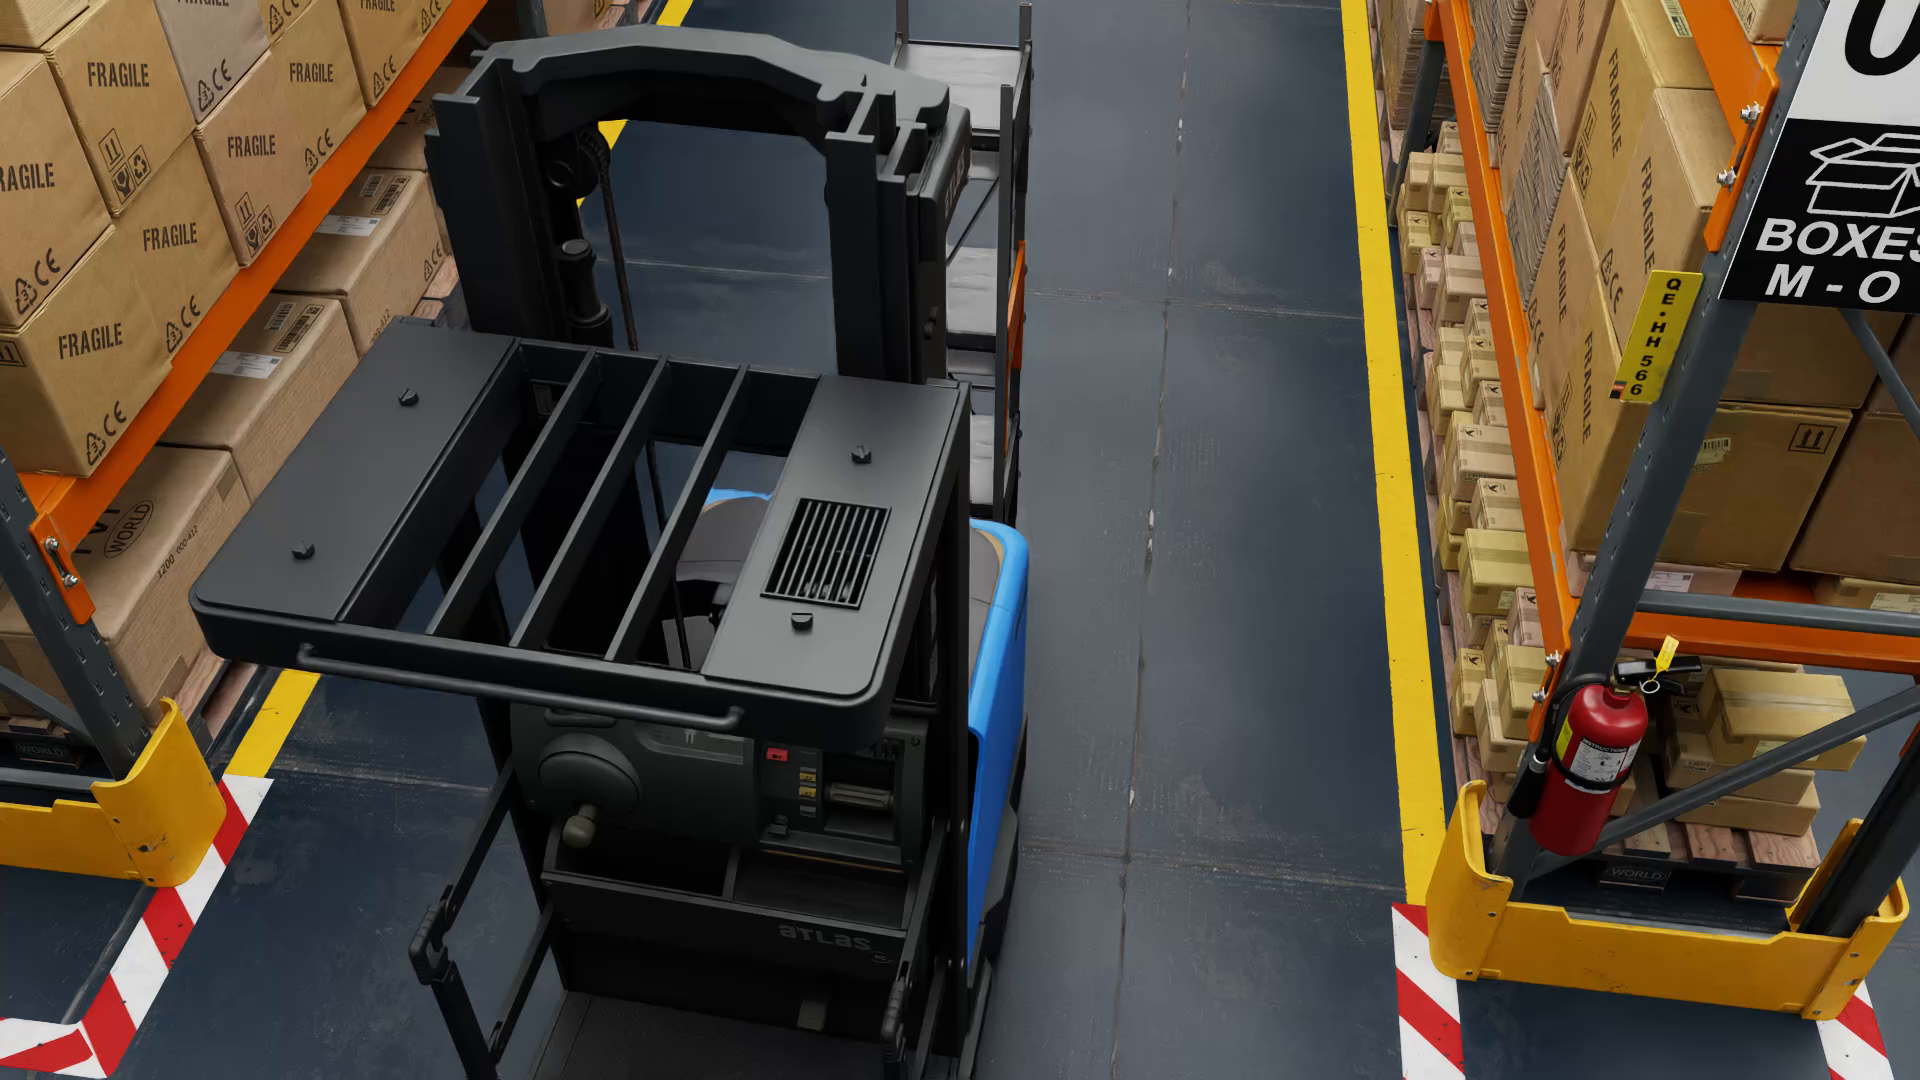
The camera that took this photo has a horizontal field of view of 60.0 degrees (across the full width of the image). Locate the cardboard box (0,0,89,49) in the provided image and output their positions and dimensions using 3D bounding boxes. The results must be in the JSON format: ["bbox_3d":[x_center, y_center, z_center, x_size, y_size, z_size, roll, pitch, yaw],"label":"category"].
[{"bbox_3d":[-2.504,-1.402,4.278,0.380,0.149,0.250,6,44,7],"label":"cardboard box"}]

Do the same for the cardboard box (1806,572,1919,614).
[{"bbox_3d":[2.351,0.082,4.164,0.380,0.149,0.250,5,44,5],"label":"cardboard box"}]

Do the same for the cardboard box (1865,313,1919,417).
[{"bbox_3d":[2.305,-0.607,3.693,0.500,0.500,0.500,5,44,5],"label":"cardboard box"}]

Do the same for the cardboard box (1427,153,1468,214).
[{"bbox_3d":[2.166,-1.479,6.966,0.380,0.149,0.250,7,44,8],"label":"cardboard box"}]

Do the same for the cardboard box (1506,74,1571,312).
[{"bbox_3d":[1.918,-0.989,4.823,0.500,0.500,0.500,5,44,6],"label":"cardboard box"}]

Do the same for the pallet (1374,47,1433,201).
[{"bbox_3d":[2.613,-2.062,8.274,1.003,0.211,1.213,5,44,6],"label":"pallet"}]

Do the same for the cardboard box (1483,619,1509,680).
[{"bbox_3d":[1.858,0.398,5.200,0.380,0.149,0.250,4,44,5],"label":"cardboard box"}]

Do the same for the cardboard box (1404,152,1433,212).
[{"bbox_3d":[2.147,-1.551,7.258,0.380,0.149,0.250,7,44,7],"label":"cardboard box"}]

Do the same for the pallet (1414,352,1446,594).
[{"bbox_3d":[2.299,-0.237,6.346,1.003,0.211,1.213,5,44,6],"label":"pallet"}]

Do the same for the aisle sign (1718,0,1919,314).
[{"bbox_3d":[1.676,-0.739,2.958,0.394,0.787,0.004,5,44,6],"label":"aisle sign"}]

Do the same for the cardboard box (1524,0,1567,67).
[{"bbox_3d":[1.990,-1.721,4.870,0.500,0.500,0.500,4,44,4],"label":"cardboard box"}]

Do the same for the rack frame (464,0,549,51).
[{"bbox_3d":[-2.408,-2.925,7.157,1.000,3.000,0.127,5,44,6],"label":"rack frame"}]

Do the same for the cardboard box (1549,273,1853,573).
[{"bbox_3d":[1.787,-0.292,4.087,0.500,0.500,0.500,6,44,6],"label":"cardboard box"}]

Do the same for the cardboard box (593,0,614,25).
[{"bbox_3d":[-2.294,-3.352,8.848,0.875,0.875,0.875,6,44,7],"label":"cardboard box"}]

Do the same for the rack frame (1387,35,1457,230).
[{"bbox_3d":[2.512,-2.544,6.755,1.000,3.000,0.127,5,44,6],"label":"rack frame"}]

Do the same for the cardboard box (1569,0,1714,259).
[{"bbox_3d":[1.864,-1.005,4.113,0.500,0.500,0.500,4,44,4],"label":"cardboard box"}]

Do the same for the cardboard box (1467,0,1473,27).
[{"bbox_3d":[2.189,-2.106,6.476,0.380,0.149,0.250,6,44,7],"label":"cardboard box"}]

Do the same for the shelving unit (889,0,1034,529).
[{"bbox_3d":[-0.022,-0.650,5.409,0.431,2.100,0.503,5,44,6],"label":"shelving unit"}]

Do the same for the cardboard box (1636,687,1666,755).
[{"bbox_3d":[2.323,0.551,5.254,0.380,0.149,0.250,5,44,5],"label":"cardboard box"}]

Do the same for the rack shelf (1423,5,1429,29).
[{"bbox_3d":[2.776,-3.646,8.442,1.077,0.370,4.000,5,44,6],"label":"rack shelf"}]

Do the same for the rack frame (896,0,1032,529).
[{"bbox_3d":[0.010,-0.816,5.585,0.400,2.100,0.015,5,44,6],"label":"rack frame"}]

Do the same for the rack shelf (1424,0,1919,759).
[{"bbox_3d":[2.247,-0.920,5.563,1.077,0.370,4.000,5,44,6],"label":"rack shelf"}]

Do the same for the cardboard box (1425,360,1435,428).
[{"bbox_3d":[2.014,-0.554,6.422,0.380,0.149,0.250,4,44,4],"label":"cardboard box"}]

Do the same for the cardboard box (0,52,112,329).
[{"bbox_3d":[-2.591,-0.899,4.218,0.500,0.500,0.500,4,44,5],"label":"cardboard box"}]

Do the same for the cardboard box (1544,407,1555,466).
[{"bbox_3d":[1.834,-0.313,4.581,0.380,0.149,0.250,5,44,5],"label":"cardboard box"}]

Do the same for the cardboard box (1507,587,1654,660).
[{"bbox_3d":[1.892,0.299,5.088,0.380,0.149,0.250,6,44,6],"label":"cardboard box"}]

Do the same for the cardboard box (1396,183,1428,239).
[{"bbox_3d":[2.145,-1.442,7.360,0.380,0.149,0.250,3,44,4],"label":"cardboard box"}]

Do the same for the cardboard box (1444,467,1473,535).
[{"bbox_3d":[1.892,-0.137,5.765,0.380,0.149,0.250,6,44,6],"label":"cardboard box"}]

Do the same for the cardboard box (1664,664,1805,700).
[{"bbox_3d":[2.399,0.442,5.154,0.380,0.149,0.250,5,44,5],"label":"cardboard box"}]

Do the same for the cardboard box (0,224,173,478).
[{"bbox_3d":[-2.589,-0.536,4.562,0.500,0.500,0.500,5,44,5],"label":"cardboard box"}]

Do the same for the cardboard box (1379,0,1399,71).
[{"bbox_3d":[2.428,-2.666,8.396,0.500,0.500,0.500,4,44,5],"label":"cardboard box"}]

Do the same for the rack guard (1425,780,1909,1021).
[{"bbox_3d":[1.993,1.038,4.790,1.175,0.500,0.348,5,44,6],"label":"rack guard"}]

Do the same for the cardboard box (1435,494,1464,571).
[{"bbox_3d":[1.891,-0.018,5.856,0.380,0.149,0.250,3,44,4],"label":"cardboard box"}]

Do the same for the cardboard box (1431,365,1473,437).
[{"bbox_3d":[1.954,-0.500,6.148,0.380,0.149,0.250,6,44,6],"label":"cardboard box"}]

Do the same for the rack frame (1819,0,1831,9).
[{"bbox_3d":[1.983,-1.996,1.813,1.000,3.000,0.127,5,44,6],"label":"rack frame"}]

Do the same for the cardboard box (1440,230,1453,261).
[{"bbox_3d":[2.206,-1.201,6.889,0.380,0.149,0.250,5,44,5],"label":"cardboard box"}]

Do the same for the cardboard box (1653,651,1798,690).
[{"bbox_3d":[2.306,0.324,5.062,0.380,0.149,0.250,6,44,6],"label":"cardboard box"}]

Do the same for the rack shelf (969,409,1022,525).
[{"bbox_3d":[-0.022,-0.131,5.900,0.431,0.518,0.480,5,44,6],"label":"rack shelf"}]

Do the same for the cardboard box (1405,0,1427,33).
[{"bbox_3d":[2.360,-2.592,7.773,0.500,0.250,0.500,4,44,4],"label":"cardboard box"}]

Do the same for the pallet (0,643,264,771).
[{"bbox_3d":[-2.909,0.262,5.820,1.003,0.211,1.213,5,44,6],"label":"pallet"}]

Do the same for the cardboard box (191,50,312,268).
[{"bbox_3d":[-2.465,-1.228,5.293,0.500,0.500,0.500,5,44,5],"label":"cardboard box"}]

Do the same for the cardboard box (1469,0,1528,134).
[{"bbox_3d":[2.036,-1.696,5.570,0.500,0.500,0.500,4,44,5],"label":"cardboard box"}]

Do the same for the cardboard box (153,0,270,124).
[{"bbox_3d":[-2.469,-1.604,4.962,0.500,0.500,0.500,5,44,5],"label":"cardboard box"}]

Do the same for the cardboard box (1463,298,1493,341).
[{"bbox_3d":[2.100,-0.763,6.210,0.380,0.149,0.250,4,44,4],"label":"cardboard box"}]

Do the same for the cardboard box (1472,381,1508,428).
[{"bbox_3d":[2.022,-0.417,5.845,0.380,0.149,0.250,4,44,4],"label":"cardboard box"}]

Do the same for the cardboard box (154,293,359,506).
[{"bbox_3d":[-2.836,-0.504,6.159,0.875,0.438,0.875,6,44,7],"label":"cardboard box"}]

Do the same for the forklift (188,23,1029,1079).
[{"bbox_3d":[-0.570,0.606,3.478,1.130,2.935,3.031,7,44,8],"label":"forklift"}]

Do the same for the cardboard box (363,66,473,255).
[{"bbox_3d":[-2.598,-1.729,7.452,0.875,0.438,0.875,5,44,5],"label":"cardboard box"}]

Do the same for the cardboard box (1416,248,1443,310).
[{"bbox_3d":[2.129,-1.087,6.984,0.380,0.149,0.250,5,44,5],"label":"cardboard box"}]

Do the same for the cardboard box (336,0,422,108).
[{"bbox_3d":[-2.331,-1.927,6.031,0.500,0.500,0.500,5,44,5],"label":"cardboard box"}]

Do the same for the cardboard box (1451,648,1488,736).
[{"bbox_3d":[1.779,0.503,5.305,0.380,0.149,0.250,6,44,7],"label":"cardboard box"}]

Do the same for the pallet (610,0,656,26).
[{"bbox_3d":[-2.222,-3.279,9.559,1.003,0.211,1.213,5,44,6],"label":"pallet"}]

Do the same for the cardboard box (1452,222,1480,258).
[{"bbox_3d":[2.169,-1.122,6.589,0.380,0.149,0.250,4,44,4],"label":"cardboard box"}]

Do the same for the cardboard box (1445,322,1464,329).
[{"bbox_3d":[2.107,-0.832,6.499,0.380,0.149,0.250,7,44,7],"label":"cardboard box"}]

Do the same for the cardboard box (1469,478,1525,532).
[{"bbox_3d":[1.897,-0.060,5.467,0.380,0.149,0.250,4,44,4],"label":"cardboard box"}]

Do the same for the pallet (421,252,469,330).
[{"bbox_3d":[-2.586,-1.401,7.576,1.003,0.211,1.213,5,44,6],"label":"pallet"}]
